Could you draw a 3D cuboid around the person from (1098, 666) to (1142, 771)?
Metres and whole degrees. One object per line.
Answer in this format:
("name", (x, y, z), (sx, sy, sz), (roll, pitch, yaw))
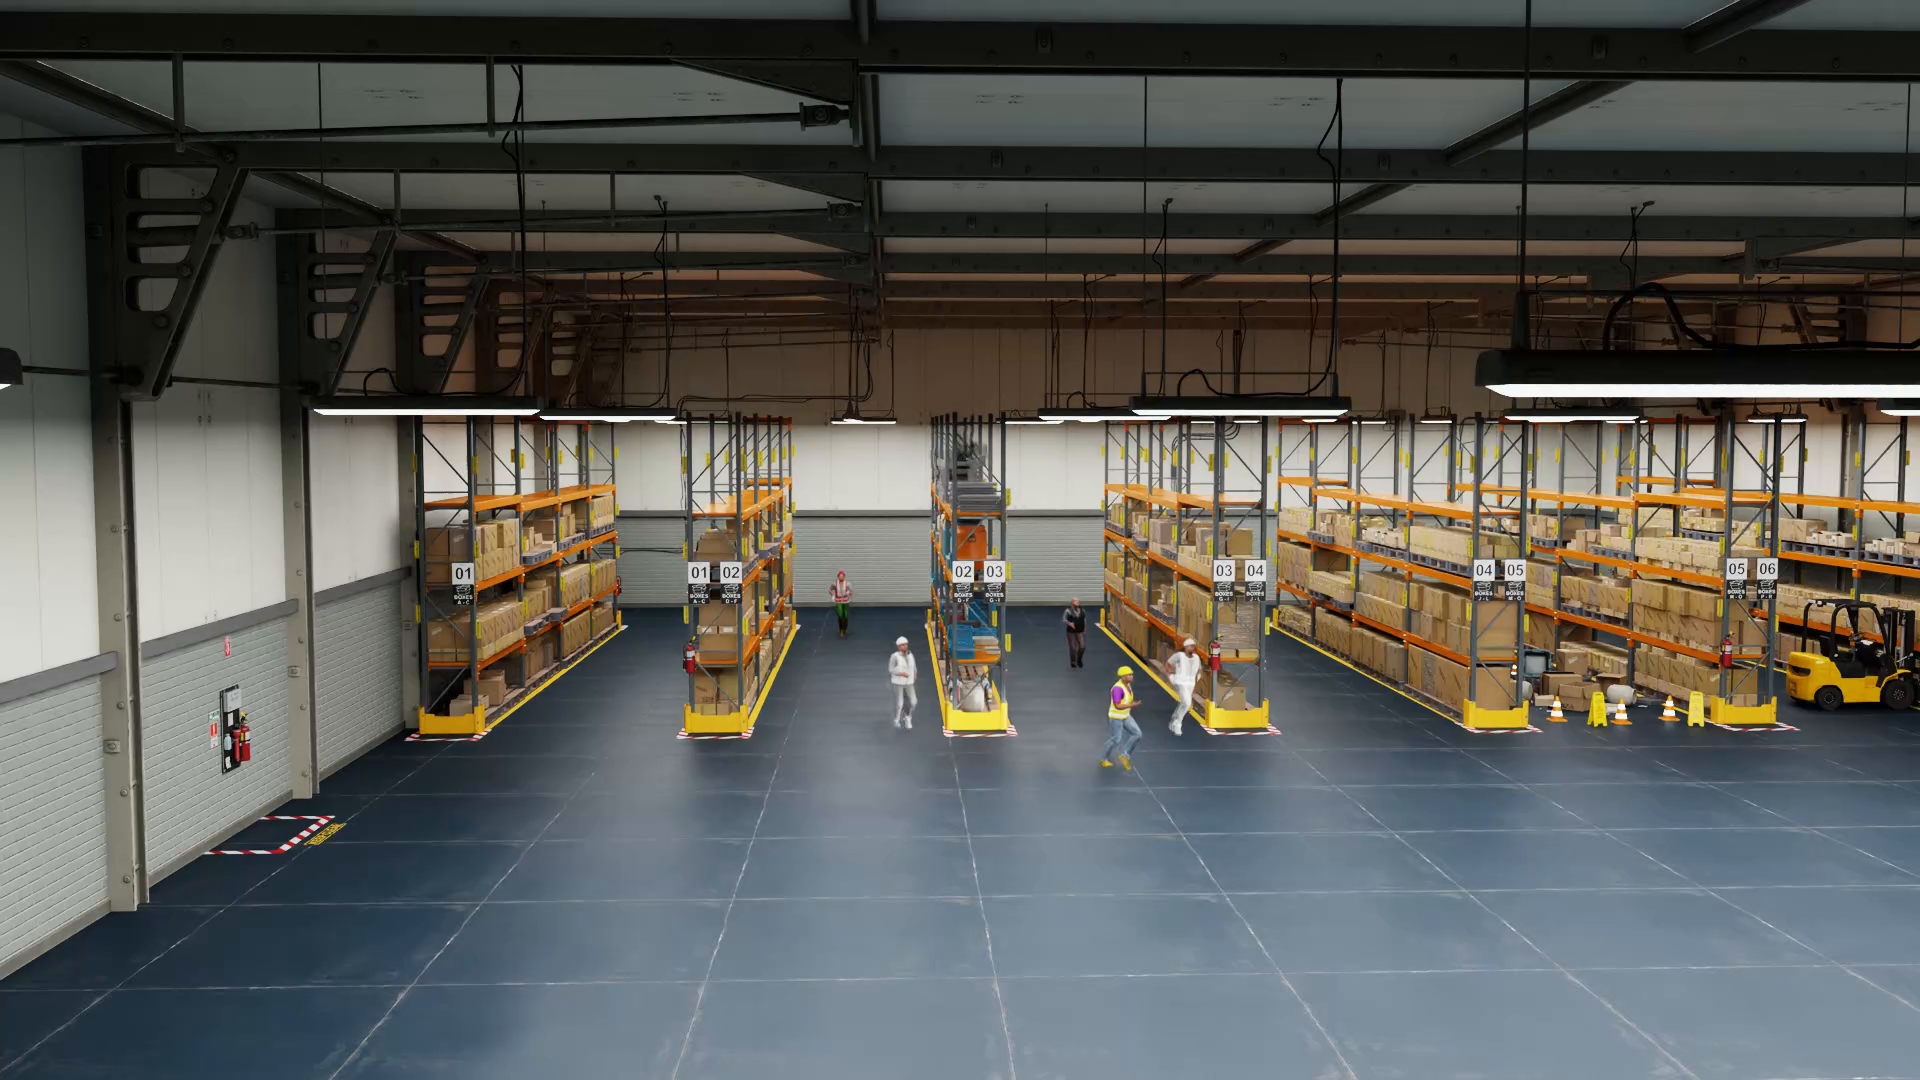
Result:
("person", (2.675, 2.963, 27.636), (0.811, 1.759, 0.732), (2, 4, 29))

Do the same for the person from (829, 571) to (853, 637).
("person", (-3.233, 1.756, 45.434), (0.647, 1.823, 0.702), (-1, 4, -9))

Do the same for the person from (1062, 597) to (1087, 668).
("person", (2.737, 2.198, 39.293), (0.661, 1.695, 0.638), (-1, 4, -11))

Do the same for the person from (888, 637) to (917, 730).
("person", (-1.044, 2.720, 31.375), (0.684, 1.794, 0.684), (-2, 4, -30))

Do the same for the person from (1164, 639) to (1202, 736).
("person", (4.224, 2.741, 31.081), (0.684, 1.794, 0.672), (-3, 5, -34))
